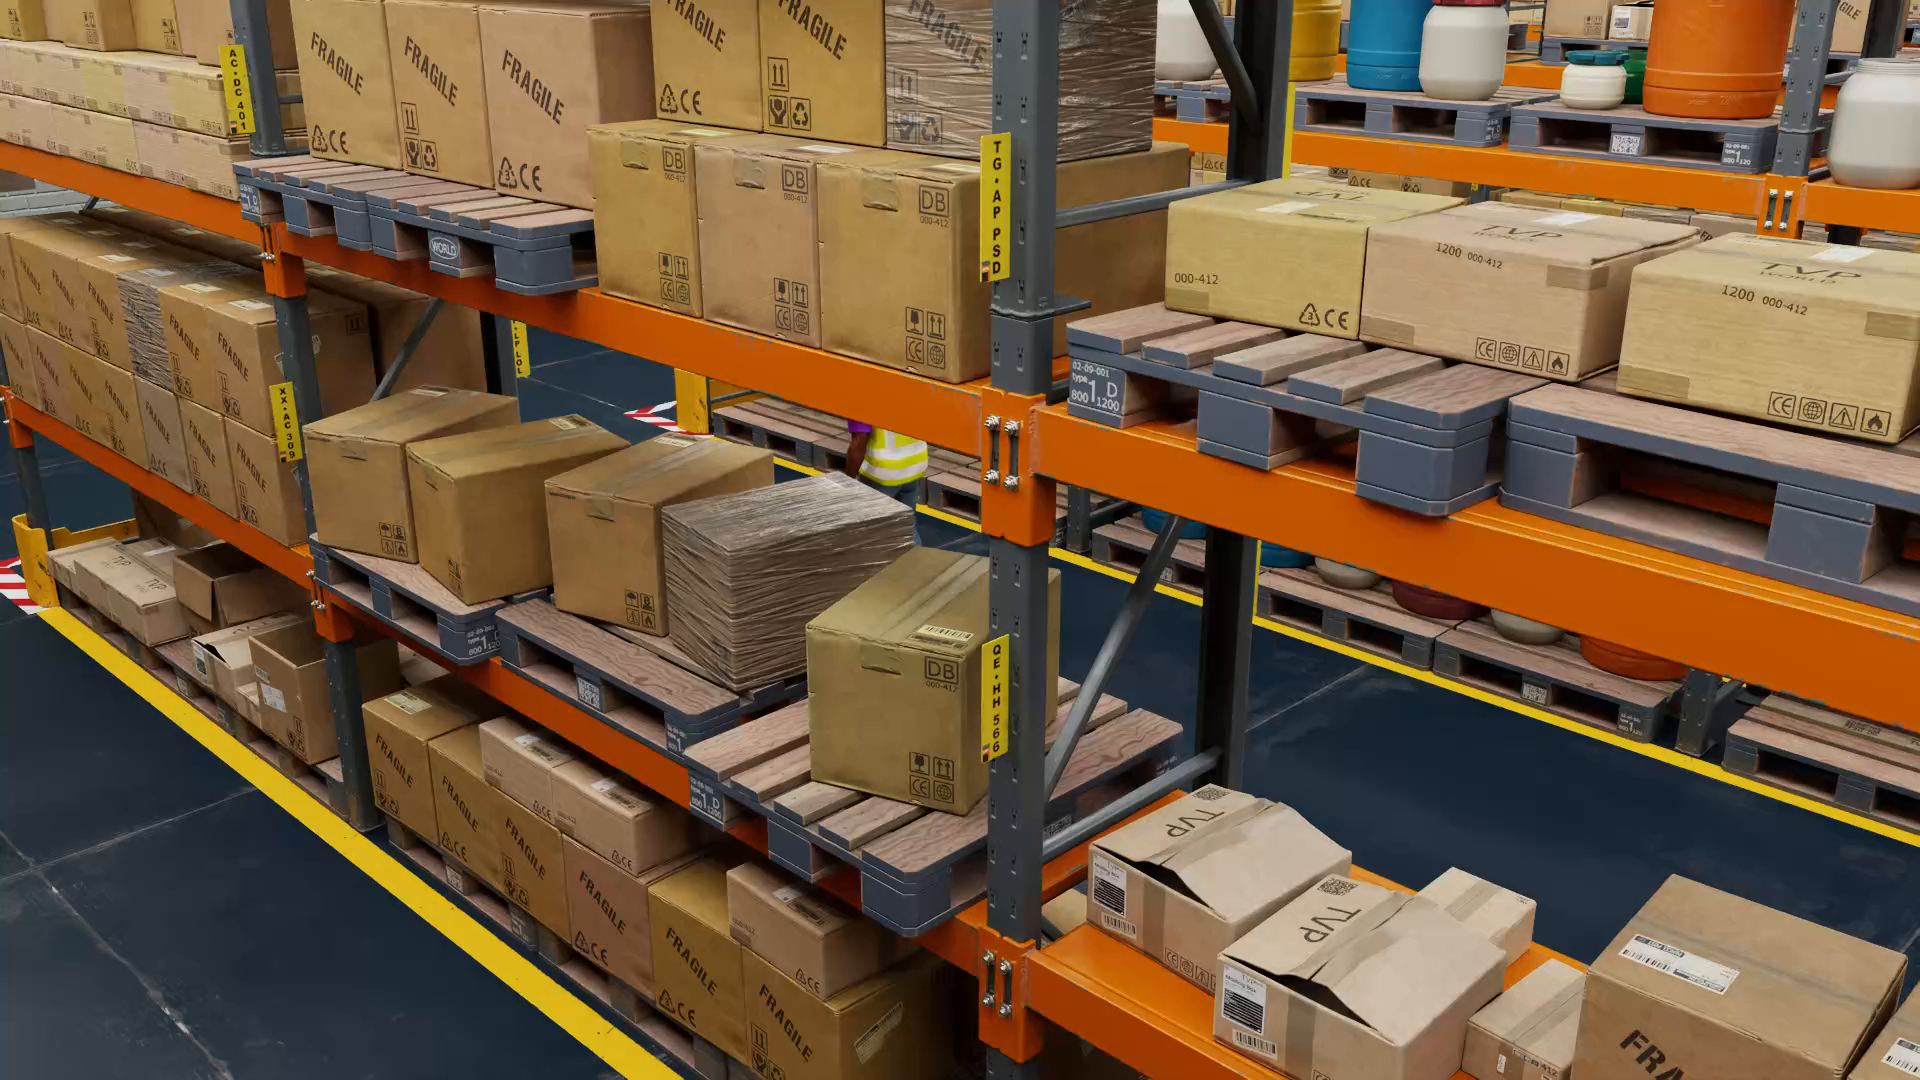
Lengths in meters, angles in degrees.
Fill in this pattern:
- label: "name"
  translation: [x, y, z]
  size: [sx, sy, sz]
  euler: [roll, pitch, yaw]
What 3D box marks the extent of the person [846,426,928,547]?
- label: "person"
  translation: [5.148, -7.435, 18.124]
  size: [6.772, 9.002, 23.378]
  euler: [18, 27, 40]
